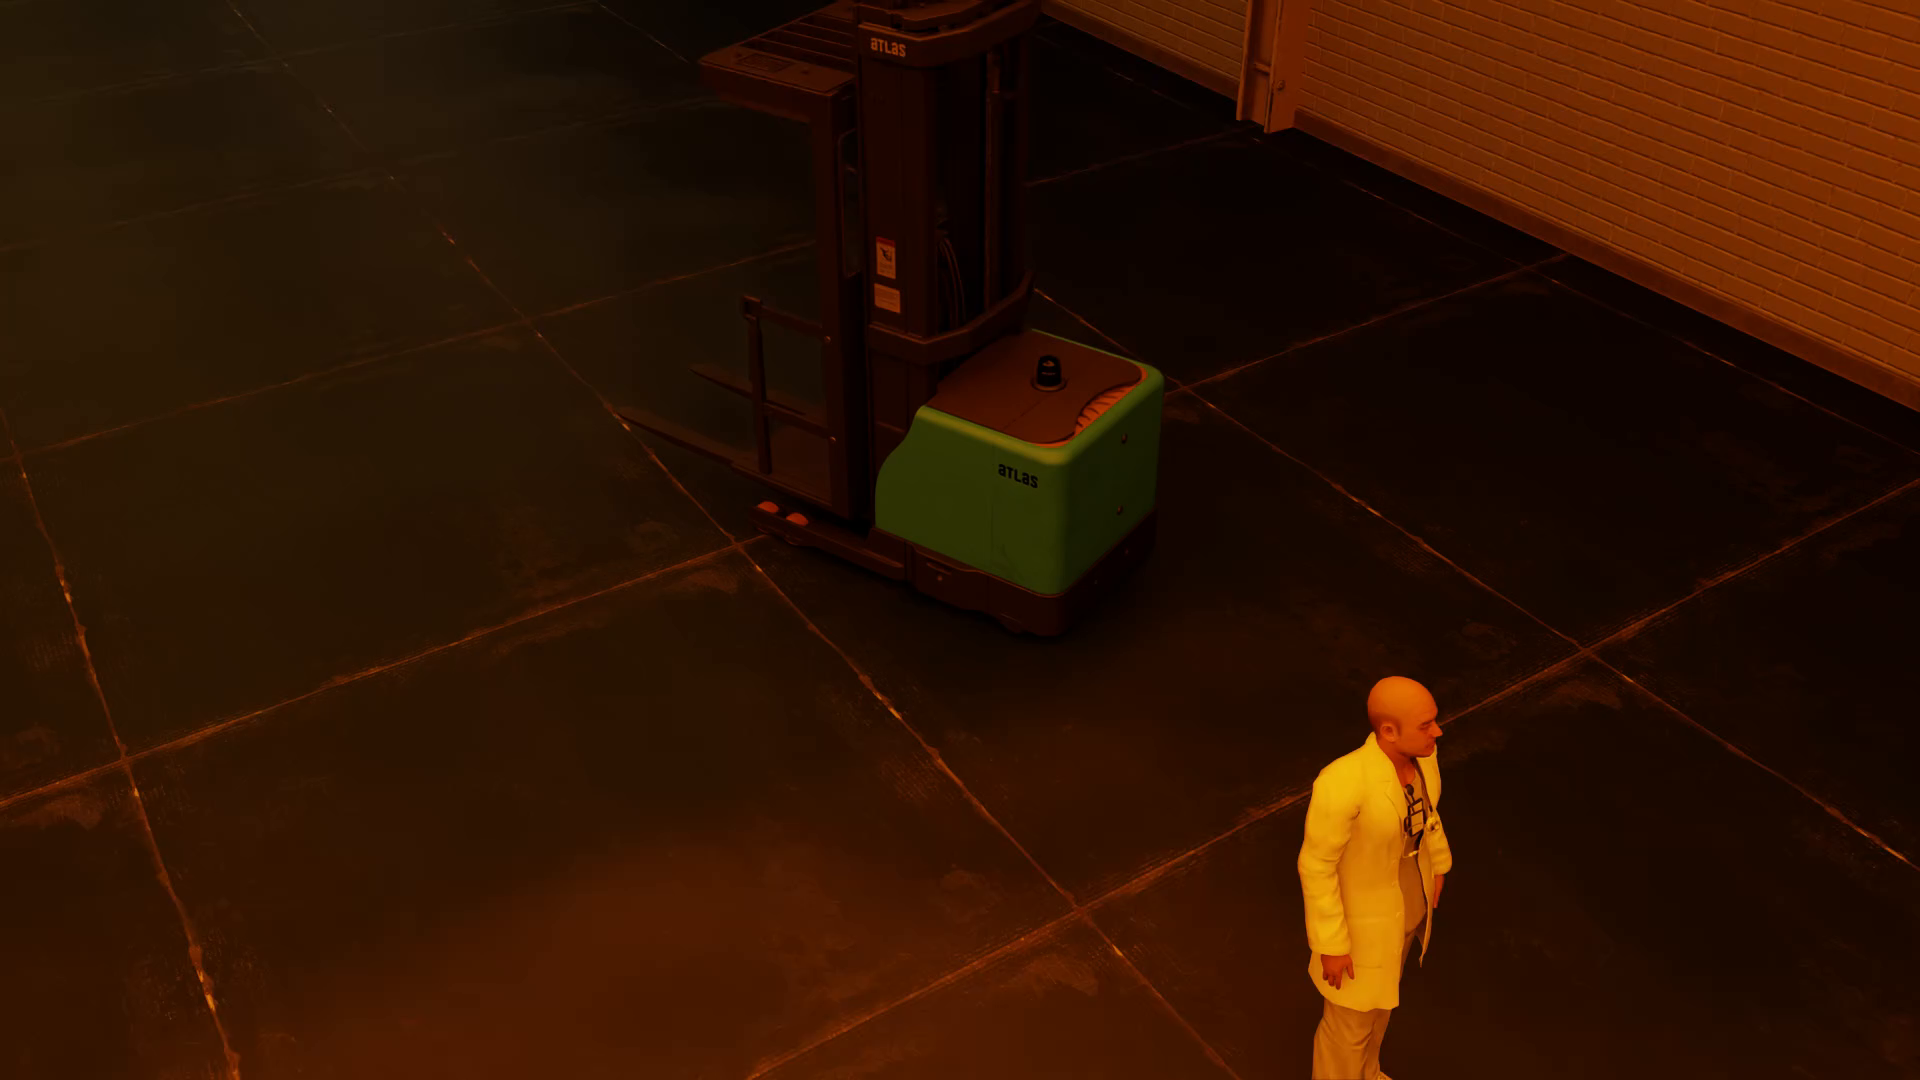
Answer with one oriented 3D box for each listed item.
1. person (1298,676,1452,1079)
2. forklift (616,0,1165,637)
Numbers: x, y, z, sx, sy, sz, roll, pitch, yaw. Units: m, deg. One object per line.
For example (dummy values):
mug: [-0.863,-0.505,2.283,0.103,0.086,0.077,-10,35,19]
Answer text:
person: [1.419,1.241,5.372,0.698,1.779,0.578,-29,44,-34]
forklift: [-0.500,-1.399,8.138,3.031,2.935,1.130,22,41,28]
